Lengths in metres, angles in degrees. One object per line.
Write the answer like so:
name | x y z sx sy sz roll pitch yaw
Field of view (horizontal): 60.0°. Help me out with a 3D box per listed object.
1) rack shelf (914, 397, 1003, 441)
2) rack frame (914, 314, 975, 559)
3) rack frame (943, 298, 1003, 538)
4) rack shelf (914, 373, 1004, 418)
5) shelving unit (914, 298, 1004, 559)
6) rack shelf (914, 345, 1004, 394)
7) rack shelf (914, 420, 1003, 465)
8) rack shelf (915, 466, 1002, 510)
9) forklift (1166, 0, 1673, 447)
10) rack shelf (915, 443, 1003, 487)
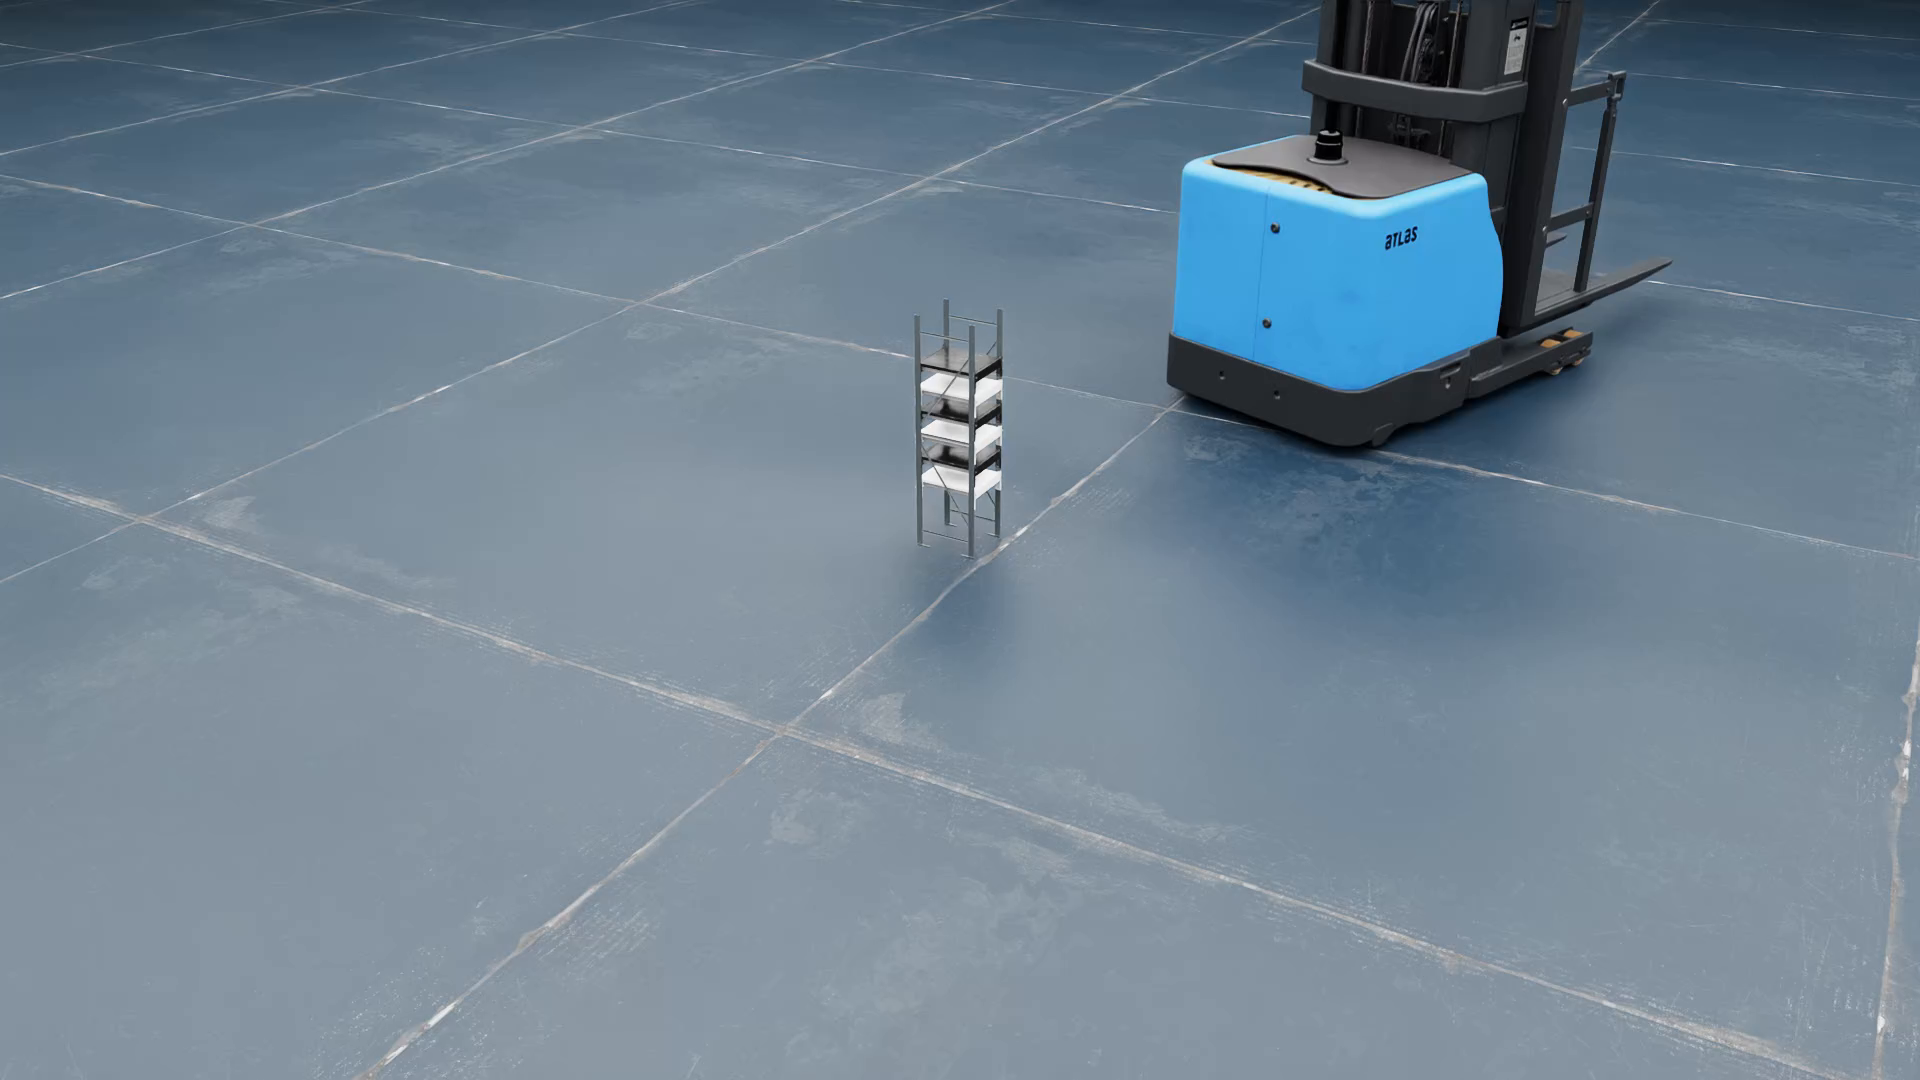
rack shelf | -0.004 -0.450 6.017 0.258 0.077 0.200 14 30 26
rack frame | -0.054 -0.360 5.963 0.240 0.900 0.006 14 30 26
rack frame | 0.046 -0.439 6.121 0.240 0.900 0.006 14 30 26
rack shelf | -0.004 -0.530 5.977 0.258 0.077 0.200 14 30 26
shelving unit | -0.004 -0.399 6.042 0.258 0.900 0.210 14 30 26
rack shelf | -0.004 -0.611 5.936 0.258 0.077 0.200 14 30 26
rack shelf | -0.004 -0.369 6.057 0.258 0.077 0.200 14 30 26
rack shelf | -0.004 -0.208 6.138 0.258 0.077 0.200 14 30 26
forklift | 2.370 -2.238 7.446 3.031 2.935 1.130 -22 34 -36
rack shelf | -0.004 -0.289 6.097 0.258 0.077 0.200 14 30 26
